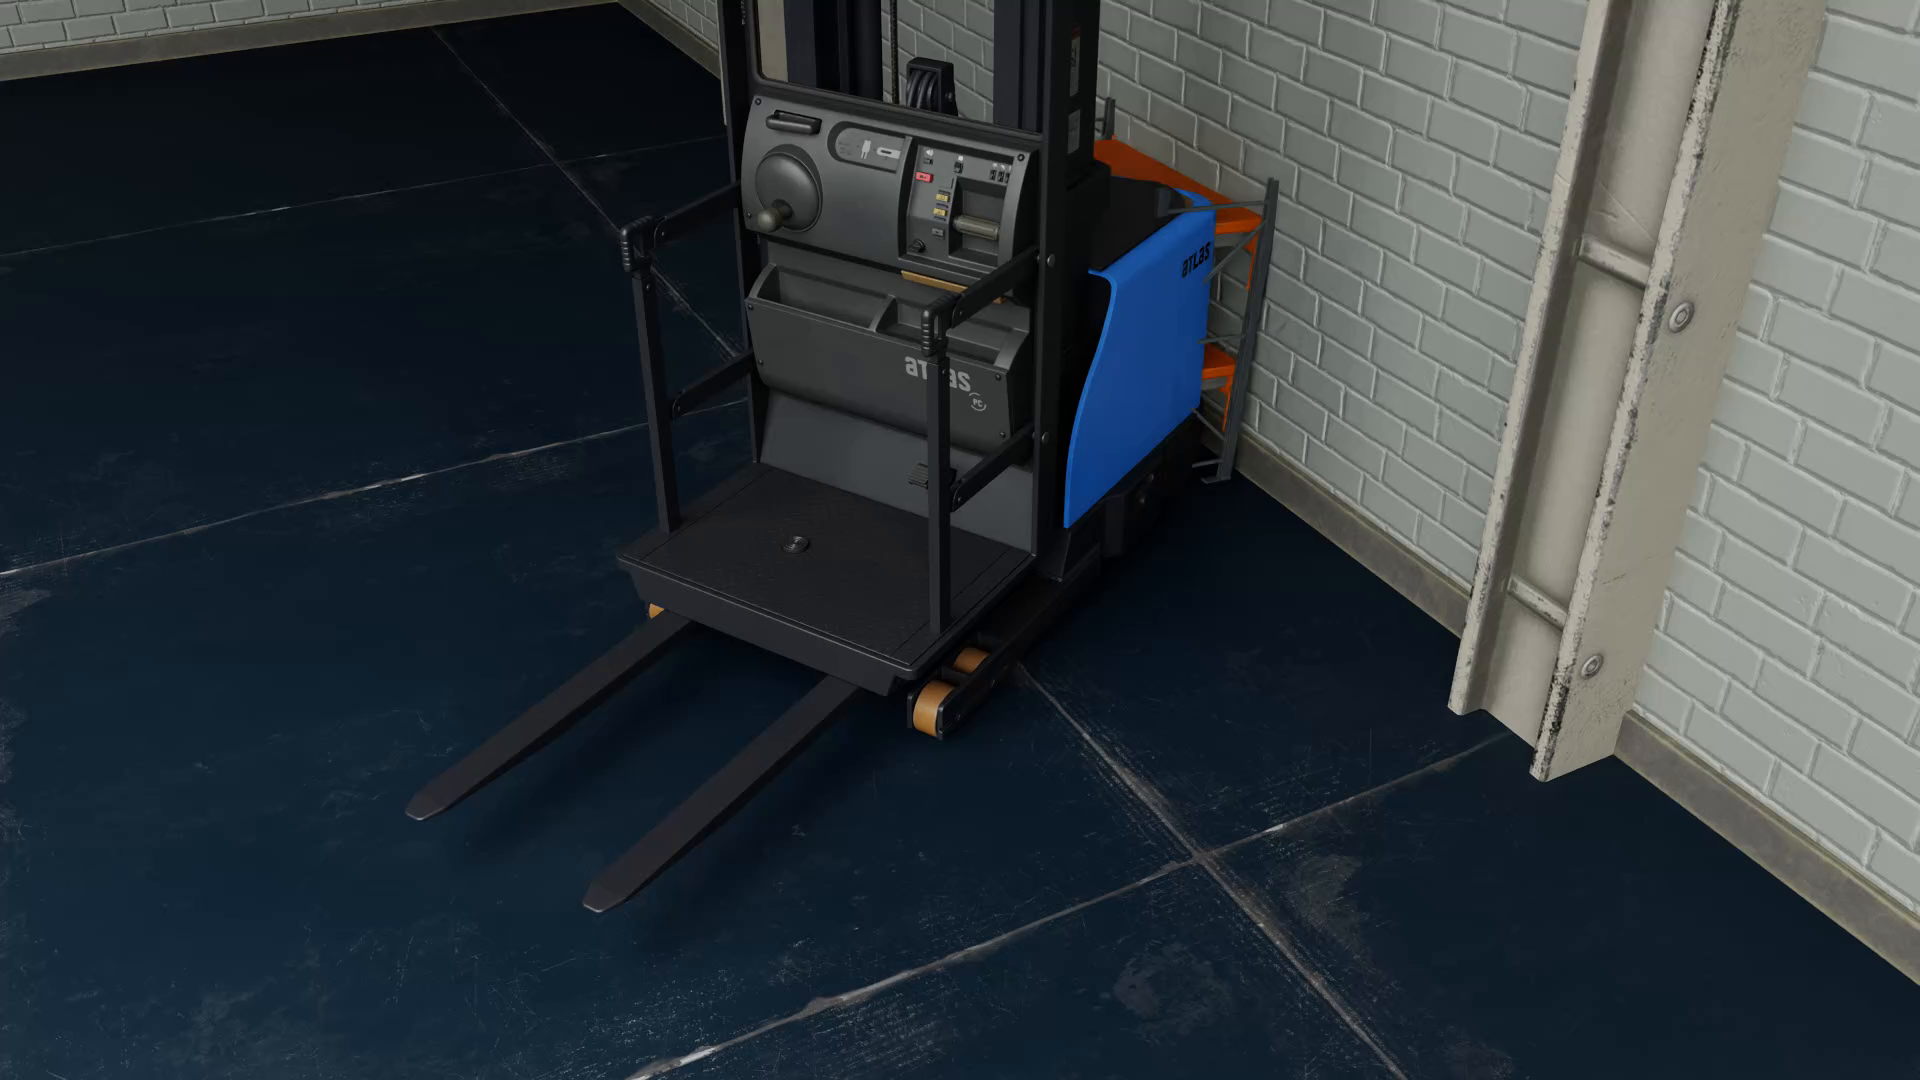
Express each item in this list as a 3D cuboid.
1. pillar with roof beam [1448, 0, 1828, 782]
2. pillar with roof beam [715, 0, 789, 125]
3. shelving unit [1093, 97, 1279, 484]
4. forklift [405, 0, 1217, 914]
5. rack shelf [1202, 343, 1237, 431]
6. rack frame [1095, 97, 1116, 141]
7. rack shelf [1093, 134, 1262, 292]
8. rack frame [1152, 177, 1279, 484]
[{"bbox_3d":[-2.124,-2.156,0.773,9.100,9.000,0.400,-16,36,-23],"label":"pillar with roof beam"},{"bbox_3d":[-4.922,-5.019,5.243,9.100,9.000,0.400,-16,36,-23],"label":"pillar with roof beam"},{"bbox_3d":[0.572,-0.914,6.105,0.538,1.125,1.048,-11,33,-26],"label":"shelving unit"},{"bbox_3d":[-0.335,-0.946,4.510,1.130,2.935,3.031,19,37,27],"label":"forklift"},{"bbox_3d":[0.552,-0.702,6.224,0.538,0.278,1.000,-11,33,-26],"label":"rack shelf"},{"bbox_3d":[0.334,-1.150,6.487,0.500,1.125,0.032,-11,33,-26],"label":"rack frame"},{"bbox_3d":[0.595,-1.169,5.962,0.538,0.278,1.000,-11,33,-26],"label":"rack shelf"},{"bbox_3d":[0.810,-0.678,5.723,0.500,1.125,0.032,-11,33,-26],"label":"rack frame"}]
